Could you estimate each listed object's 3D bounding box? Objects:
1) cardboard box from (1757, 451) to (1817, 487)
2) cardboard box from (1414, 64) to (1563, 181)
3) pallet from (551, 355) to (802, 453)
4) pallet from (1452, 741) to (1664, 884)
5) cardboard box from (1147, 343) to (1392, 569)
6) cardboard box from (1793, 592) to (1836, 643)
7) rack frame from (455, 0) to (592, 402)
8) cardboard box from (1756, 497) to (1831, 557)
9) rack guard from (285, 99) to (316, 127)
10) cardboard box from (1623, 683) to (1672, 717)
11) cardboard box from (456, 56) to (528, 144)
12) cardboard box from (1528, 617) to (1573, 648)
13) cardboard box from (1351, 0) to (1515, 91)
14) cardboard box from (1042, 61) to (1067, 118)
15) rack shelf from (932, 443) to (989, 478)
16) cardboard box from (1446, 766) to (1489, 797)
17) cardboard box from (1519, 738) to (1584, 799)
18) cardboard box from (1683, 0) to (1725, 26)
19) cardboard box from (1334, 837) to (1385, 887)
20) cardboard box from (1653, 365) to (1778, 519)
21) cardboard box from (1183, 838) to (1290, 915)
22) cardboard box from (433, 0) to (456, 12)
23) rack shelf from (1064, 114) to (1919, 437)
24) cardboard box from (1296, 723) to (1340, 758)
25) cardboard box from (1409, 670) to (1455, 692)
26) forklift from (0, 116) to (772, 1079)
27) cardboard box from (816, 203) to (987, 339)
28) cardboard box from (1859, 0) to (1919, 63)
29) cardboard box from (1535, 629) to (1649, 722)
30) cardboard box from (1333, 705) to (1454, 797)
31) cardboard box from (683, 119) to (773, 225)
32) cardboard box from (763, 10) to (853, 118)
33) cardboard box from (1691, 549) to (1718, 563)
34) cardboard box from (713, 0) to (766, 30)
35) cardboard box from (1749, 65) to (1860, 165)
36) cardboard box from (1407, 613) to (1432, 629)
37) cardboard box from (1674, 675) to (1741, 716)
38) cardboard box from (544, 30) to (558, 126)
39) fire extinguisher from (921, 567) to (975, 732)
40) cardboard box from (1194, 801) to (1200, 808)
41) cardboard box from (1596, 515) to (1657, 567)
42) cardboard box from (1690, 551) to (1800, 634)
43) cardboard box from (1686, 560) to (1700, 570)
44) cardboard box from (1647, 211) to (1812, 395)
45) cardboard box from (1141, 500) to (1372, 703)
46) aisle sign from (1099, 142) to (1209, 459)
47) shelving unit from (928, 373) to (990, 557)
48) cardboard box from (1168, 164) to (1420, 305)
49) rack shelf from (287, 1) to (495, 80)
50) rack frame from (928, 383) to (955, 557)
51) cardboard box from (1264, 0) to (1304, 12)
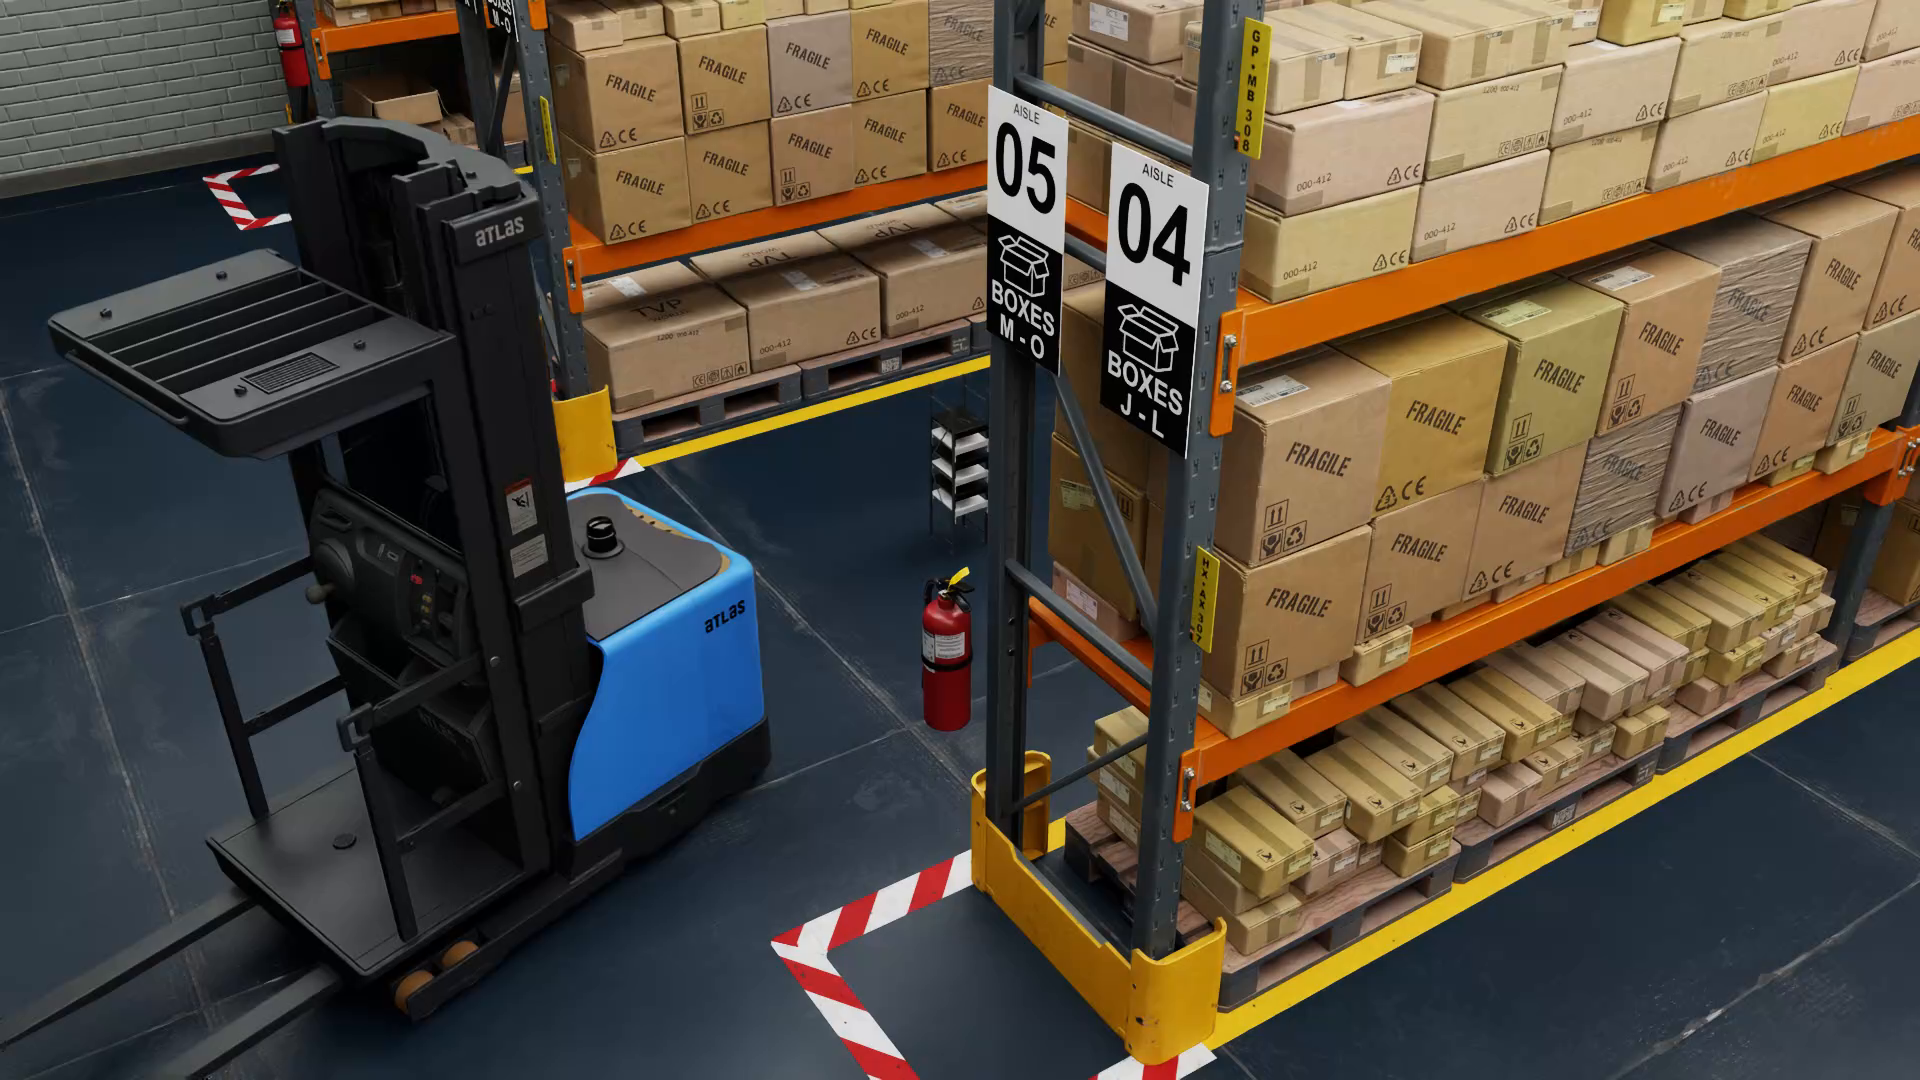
[{"bbox_3d":[3.250,-0.391,6.793,0.250,0.149,0.380,-17,36,-25],"label":"cardboard box"},{"bbox_3d":[1.364,-1.280,4.829,0.500,0.250,0.500,-19,37,-28],"label":"cardboard box"},{"bbox_3d":[-1.721,-0.979,10.105,1.213,0.211,1.003,-19,37,-27],"label":"pallet"},{"bbox_3d":[2.206,0.886,7.147,1.213,0.211,1.003,-19,37,-27],"label":"pallet"},{"bbox_3d":[0.937,-0.304,5.110,0.500,0.500,0.500,-19,37,-28],"label":"cardboard box"},{"bbox_3d":[3.685,0.278,7.498,0.250,0.149,0.380,-18,37,-26],"label":"cardboard box"},{"bbox_3d":[-2.351,-1.892,8.938,0.127,3.000,1.000,-19,37,-27],"label":"rack frame"},{"bbox_3d":[4.264,-0.305,8.372,0.500,0.500,0.500,-20,37,-28],"label":"cardboard box"},{"bbox_3d":[-4.980,-3.082,13.167,0.348,0.500,1.175,-19,37,-27],"label":"rack guard"},{"bbox_3d":[2.782,0.558,7.054,0.250,0.149,0.380,-18,36,-26],"label":"cardboard box"},{"bbox_3d":[-3.738,-3.602,13.597,0.500,0.500,0.700,-17,36,-25],"label":"cardboard box"},{"bbox_3d":[2.478,0.351,7.381,0.250,0.149,0.380,-17,36,-25],"label":"cardboard box"},{"bbox_3d":[1.303,-1.390,4.629,0.250,0.149,0.380,-19,37,-27],"label":"cardboard box"},{"bbox_3d":[0.330,-2.691,10.111,0.500,0.500,0.500,-20,37,-28],"label":"cardboard box"},{"bbox_3d":[-0.007,-0.426,8.476,0.200,0.077,0.258,-19,37,-27],"label":"rack shelf"},{"bbox_3d":[1.860,0.855,6.583,0.250,0.149,0.380,-21,38,-29],"label":"cardboard box"},{"bbox_3d":[2.323,0.865,6.845,0.250,0.149,0.380,-19,37,-27],"label":"cardboard box"},{"bbox_3d":[2.133,-1.714,5.143,0.250,0.149,0.380,-18,36,-26],"label":"cardboard box"},{"bbox_3d":[1.410,1.131,6.424,0.250,0.149,0.380,-19,37,-27],"label":"cardboard box"},{"bbox_3d":[2.669,-0.467,6.306,0.500,0.500,0.500,-19,37,-28],"label":"cardboard box"},{"bbox_3d":[0.995,1.164,6.093,0.250,0.149,0.380,-17,36,-25],"label":"cardboard box"},{"bbox_3d":[-3.982,-4.214,12.855,0.250,0.149,0.380,-18,36,-26],"label":"cardboard box"},{"bbox_3d":[2.097,-1.244,5.774,4.000,0.370,1.077,-19,37,-27],"label":"rack shelf"},{"bbox_3d":[1.422,0.737,6.769,0.250,0.149,0.380,-19,37,-28],"label":"cardboard box"},{"bbox_3d":[1.844,0.454,6.940,0.250,0.149,0.380,-20,38,-29],"label":"cardboard box"},{"bbox_3d":[-2.147,0.182,5.714,1.130,2.935,3.031,24,40,33],"label":"forklift"},{"bbox_3d":[-0.327,-1.750,10.721,0.875,0.438,0.875,-20,37,-29],"label":"cardboard box"},{"bbox_3d":[3.084,-1.882,5.783,0.500,0.250,0.500,-21,38,-29],"label":"cardboard box"},{"bbox_3d":[2.563,0.548,6.791,0.250,0.149,0.380,-20,38,-29],"label":"cardboard box"},{"bbox_3d":[1.652,0.818,6.363,0.250,0.149,0.380,-21,38,-30],"label":"cardboard box"},{"bbox_3d":[-1.382,-2.103,9.179,0.500,0.500,0.500,-20,37,-28],"label":"cardboard box"},{"bbox_3d":[-0.934,-2.673,9.146,0.500,0.500,0.500,-19,37,-28],"label":"cardboard box"},{"bbox_3d":[3.376,-0.075,7.778,0.250,0.149,0.380,-17,36,-25],"label":"cardboard box"},{"bbox_3d":[-1.229,-2.826,8.780,0.250,0.149,0.380,-20,37,-29],"label":"cardboard box"},{"bbox_3d":[2.659,-1.514,5.668,0.500,0.250,0.500,-19,37,-28],"label":"cardboard box"},{"bbox_3d":[1.456,0.175,5.896,0.250,0.149,0.380,-17,36,-25],"label":"cardboard box"},{"bbox_3d":[3.182,0.579,7.299,0.250,0.149,0.380,-20,38,-29],"label":"cardboard box"},{"bbox_3d":[-2.075,-2.604,9.035,0.500,0.500,0.500,-18,36,-26],"label":"cardboard box"},{"bbox_3d":[-0.046,0.354,5.799,0.183,0.674,0.296,-19,37,-27],"label":"fire extinguisher"},{"bbox_3d":[0.907,0.961,6.694,0.250,0.149,0.380,-18,36,-26],"label":"cardboard box"},{"bbox_3d":[2.390,-0.080,6.301,0.250,0.149,0.380,-18,37,-26],"label":"cardboard box"},{"bbox_3d":[3.427,0.230,7.295,0.250,0.149,0.380,-18,37,-27],"label":"cardboard box"},{"bbox_3d":[3.300,0.006,7.929,0.250,0.149,0.380,-17,36,-25],"label":"cardboard box"},{"bbox_3d":[2.660,-0.899,6.053,0.500,0.500,0.500,-18,36,-26],"label":"cardboard box"},{"bbox_3d":[0.943,0.124,5.369,0.500,0.500,0.500,-17,36,-25],"label":"cardboard box"},{"bbox_3d":[0.517,-0.646,4.526,0.004,0.787,0.394,-19,37,-27],"label":"aisle sign"},{"bbox_3d":[-0.007,-0.378,8.506,0.210,0.900,0.258,-19,37,-27],"label":"shelving unit"},{"bbox_3d":[0.932,-0.922,4.730,0.500,0.250,0.500,-18,36,-26],"label":"cardboard box"},{"bbox_3d":[-3.362,-4.391,13.574,4.000,0.370,1.077,-19,37,-27],"label":"rack shelf"},{"bbox_3d":[-0.092,-0.349,8.460,0.006,0.900,0.240,-19,37,-27],"label":"rack frame"},{"bbox_3d":[0.785,-1.552,4.886,0.250,0.149,0.380,-18,37,-27],"label":"cardboard box"}]
